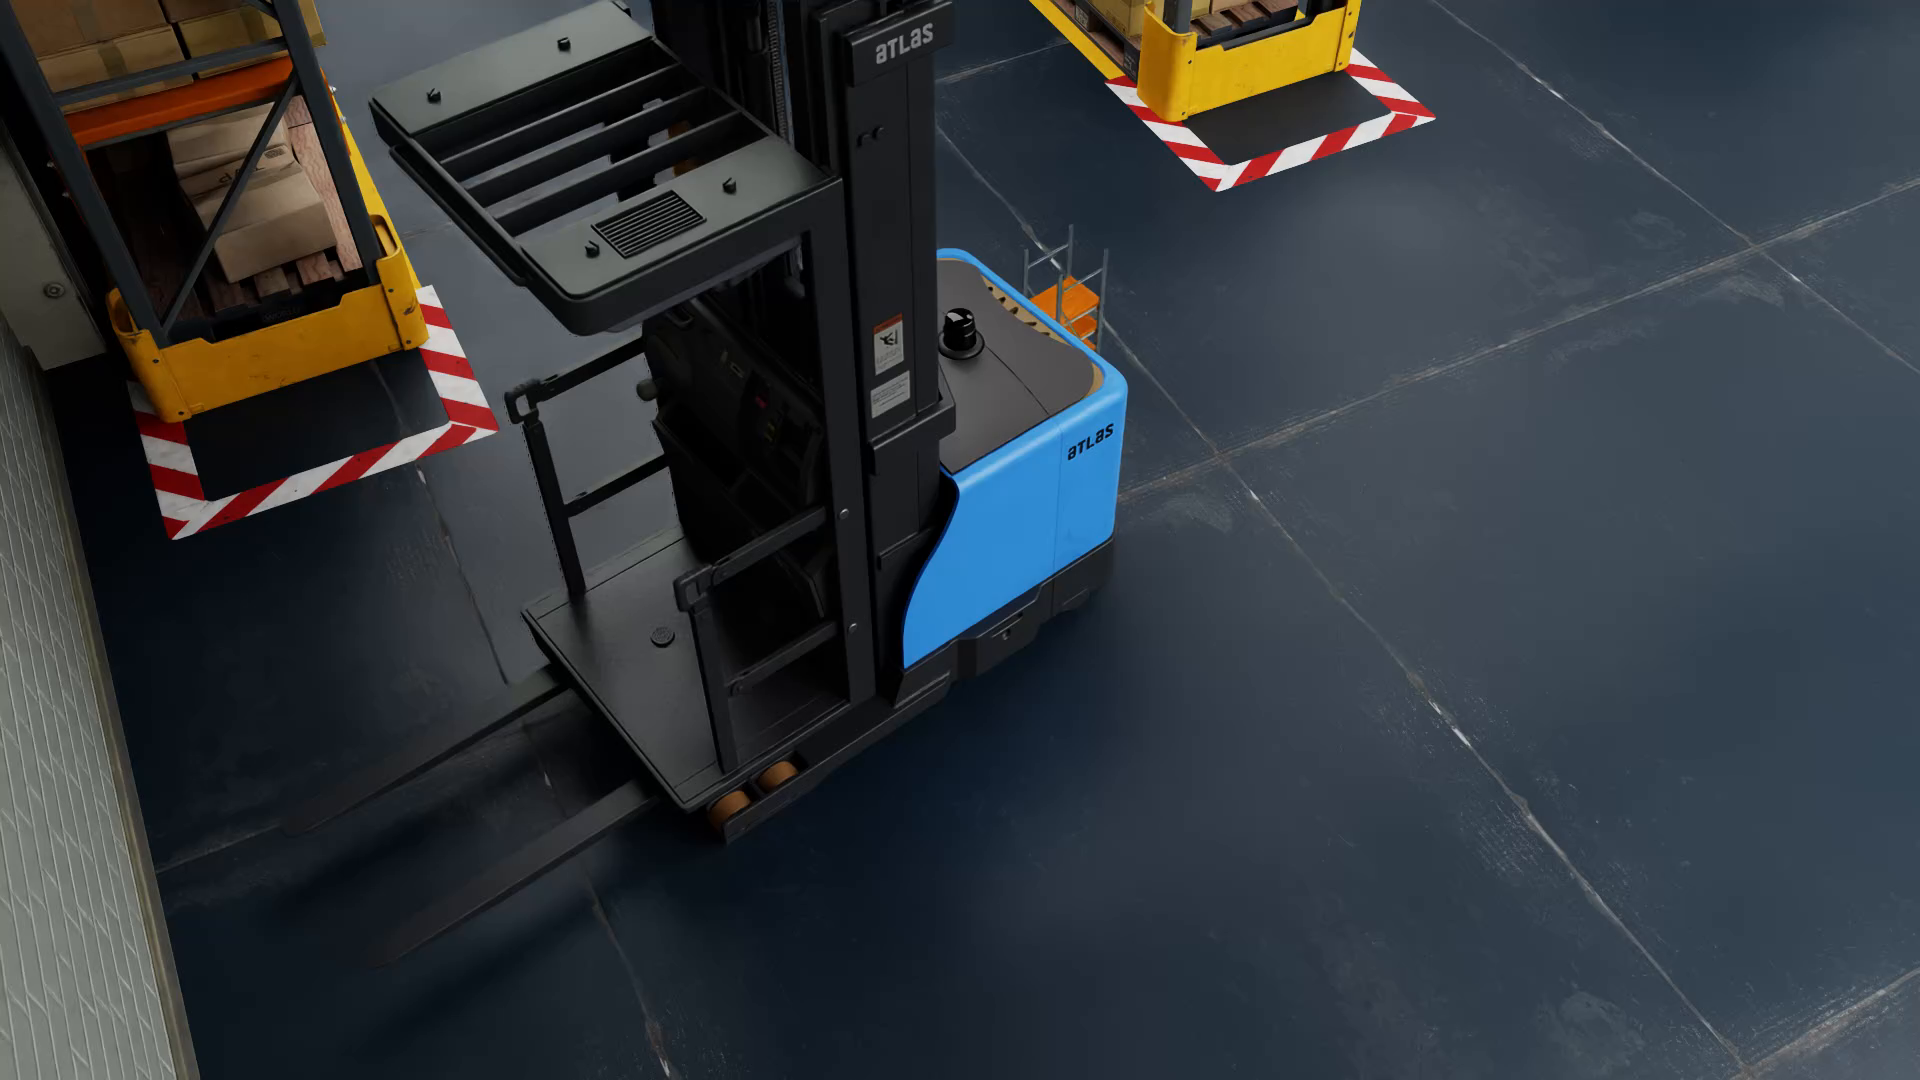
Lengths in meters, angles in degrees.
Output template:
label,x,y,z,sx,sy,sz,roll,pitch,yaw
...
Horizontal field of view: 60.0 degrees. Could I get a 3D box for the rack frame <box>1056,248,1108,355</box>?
label,x,y,z,sx,sy,sz,roll,pitch,yaw
rack frame,0.439,-0.592,6.363,0.240,1.200,0.006,-33,56,-25

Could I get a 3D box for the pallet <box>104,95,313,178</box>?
label,x,y,z,sx,sy,sz,roll,pitch,yaw
pallet,-3.846,-2.237,8.459,1.003,0.211,1.213,-21,52,-18

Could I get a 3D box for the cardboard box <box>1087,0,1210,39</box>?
label,x,y,z,sx,sy,sz,roll,pitch,yaw
cardboard box,0.978,-2.932,8.762,0.500,0.250,0.500,-21,52,-18

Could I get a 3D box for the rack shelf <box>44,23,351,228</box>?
label,x,y,z,sx,sy,sz,roll,pitch,yaw
rack shelf,-3.832,-2.835,7.607,1.077,0.370,4.000,-21,52,-18

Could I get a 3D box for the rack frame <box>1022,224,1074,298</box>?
label,x,y,z,sx,sy,sz,roll,pitch,yaw
rack frame,0.320,-0.697,6.455,0.240,1.200,0.006,-33,56,-25

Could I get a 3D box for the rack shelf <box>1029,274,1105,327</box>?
label,x,y,z,sx,sy,sz,roll,pitch,yaw
rack shelf,0.380,-0.852,6.172,0.258,0.103,0.180,-33,56,-25

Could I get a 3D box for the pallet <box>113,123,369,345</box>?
label,x,y,z,sx,sy,sz,roll,pitch,yaw
pallet,-3.292,-1.422,7.746,1.003,0.211,1.213,-21,52,-18

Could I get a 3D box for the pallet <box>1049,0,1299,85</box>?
label,x,y,z,sx,sy,sz,roll,pitch,yaw
pallet,1.099,-3.021,9.145,1.003,0.211,1.213,-21,52,-18

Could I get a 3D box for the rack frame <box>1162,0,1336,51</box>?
label,x,y,z,sx,sy,sz,roll,pitch,yaw
rack frame,1.486,-3.442,7.660,1.000,3.000,0.127,-21,52,-18

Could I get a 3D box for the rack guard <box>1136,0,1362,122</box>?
label,x,y,z,sx,sy,sz,roll,pitch,yaw
rack guard,1.497,-2.603,8.587,1.175,0.500,0.348,-21,52,-18

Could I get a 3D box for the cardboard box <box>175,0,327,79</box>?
label,x,y,z,sx,sy,sz,roll,pitch,yaw
cardboard box,-2.858,-2.126,6.596,0.500,0.250,0.500,-23,53,-19

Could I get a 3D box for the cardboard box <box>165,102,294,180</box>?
label,x,y,z,sx,sy,sz,roll,pitch,yaw
cardboard box,-3.414,-1.868,7.778,0.500,0.311,0.500,-17,51,-15

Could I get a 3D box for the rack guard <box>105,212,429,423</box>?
label,x,y,z,sx,sy,sz,roll,pitch,yaw
rack guard,-2.952,-0.961,7.151,1.175,0.500,0.348,-21,52,-18

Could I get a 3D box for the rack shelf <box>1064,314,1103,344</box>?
label,x,y,z,sx,sy,sz,roll,pitch,yaw
rack shelf,0.380,-0.773,6.262,0.258,0.103,0.180,-33,56,-25

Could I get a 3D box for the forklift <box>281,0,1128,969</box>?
label,x,y,z,sx,sy,sz,roll,pitch,yaw
forklift,-0.870,-0.392,5.038,3.031,2.935,1.130,-31,56,-24

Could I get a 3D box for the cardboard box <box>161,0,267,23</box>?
label,x,y,z,sx,sy,sz,roll,pitch,yaw
cardboard box,-2.868,-2.360,6.302,0.500,0.500,0.500,-21,52,-17

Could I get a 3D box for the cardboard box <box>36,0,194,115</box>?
label,x,y,z,sx,sy,sz,roll,pitch,yaw
cardboard box,-3.303,-1.936,6.430,0.500,0.250,0.500,-20,52,-17

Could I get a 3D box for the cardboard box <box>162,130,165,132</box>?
label,x,y,z,sx,sy,sz,roll,pitch,yaw
cardboard box,-3.706,-2.439,8.151,0.700,0.500,0.500,-24,53,-20

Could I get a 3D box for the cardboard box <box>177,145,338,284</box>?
label,x,y,z,sx,sy,sz,roll,pitch,yaw
cardboard box,-3.153,-1.487,7.444,0.500,0.311,0.500,-27,54,-21

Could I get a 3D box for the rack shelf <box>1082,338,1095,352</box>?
label,x,y,z,sx,sy,sz,roll,pitch,yaw
rack shelf,0.380,-0.694,6.352,0.258,0.103,0.180,-33,56,-25

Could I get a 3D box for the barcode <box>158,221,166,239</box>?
label,x,y,z,sx,sy,sz,roll,pitch,yaw
barcode,-3.517,-1.364,7.331,0.001,0.075,0.075,-21,52,-18

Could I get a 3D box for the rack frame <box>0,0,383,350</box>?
label,x,y,z,sx,sy,sz,roll,pitch,yaw
rack frame,-2.917,-1.733,6.166,1.000,3.000,0.127,-21,52,-18

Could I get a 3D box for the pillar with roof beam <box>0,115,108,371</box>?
label,x,y,z,sx,sy,sz,roll,pitch,yaw
pillar with roof beam,-0.178,-5.361,5.353,9.100,9.000,0.400,-21,52,-18

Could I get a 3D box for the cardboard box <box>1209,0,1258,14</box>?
label,x,y,z,sx,sy,sz,roll,pitch,yaw
cardboard box,1.438,-3.110,8.918,0.500,0.250,0.500,-21,52,-18

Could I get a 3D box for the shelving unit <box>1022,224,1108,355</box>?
label,x,y,z,sx,sy,sz,roll,pitch,yaw
shelving unit,0.380,-0.645,6.409,0.258,1.200,0.189,-33,56,-25

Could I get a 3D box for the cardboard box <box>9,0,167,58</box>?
label,x,y,z,sx,sy,sz,roll,pitch,yaw
cardboard box,-3.322,-2.179,6.144,0.500,0.500,0.500,-22,52,-18
